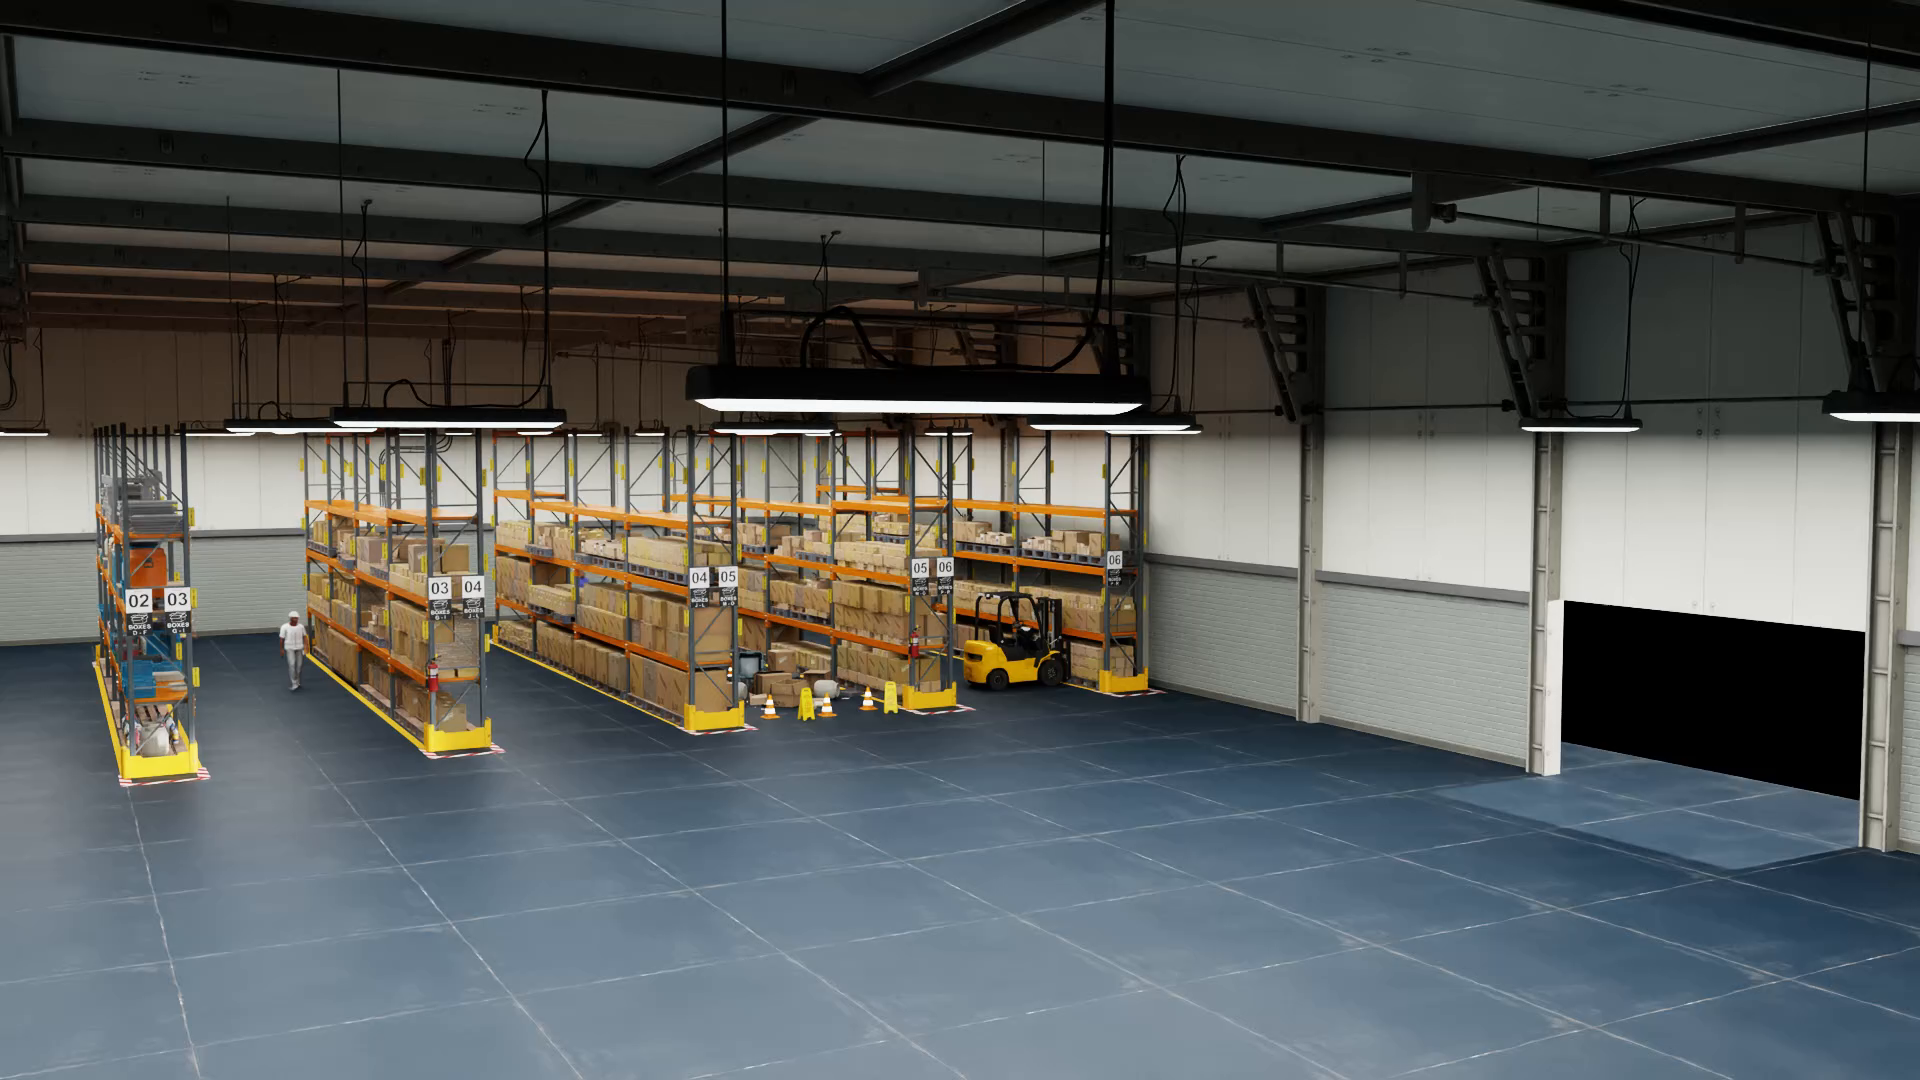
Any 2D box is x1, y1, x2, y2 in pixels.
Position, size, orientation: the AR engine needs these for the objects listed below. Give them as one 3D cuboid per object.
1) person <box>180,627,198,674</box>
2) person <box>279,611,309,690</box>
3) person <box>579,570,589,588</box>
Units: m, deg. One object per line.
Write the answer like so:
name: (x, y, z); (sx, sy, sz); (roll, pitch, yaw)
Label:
person: (-18.994, 2.382, 40.589); (1.067, 1.701, 0.656); (3, 5, 44)
person: (-15.301, 2.494, 38.328); (0.602, 1.672, 0.766); (-3, 5, -40)
person: (-11.850, 1.742, 52.222); (0.437, 1.632, 0.836); (1, 4, 11)
